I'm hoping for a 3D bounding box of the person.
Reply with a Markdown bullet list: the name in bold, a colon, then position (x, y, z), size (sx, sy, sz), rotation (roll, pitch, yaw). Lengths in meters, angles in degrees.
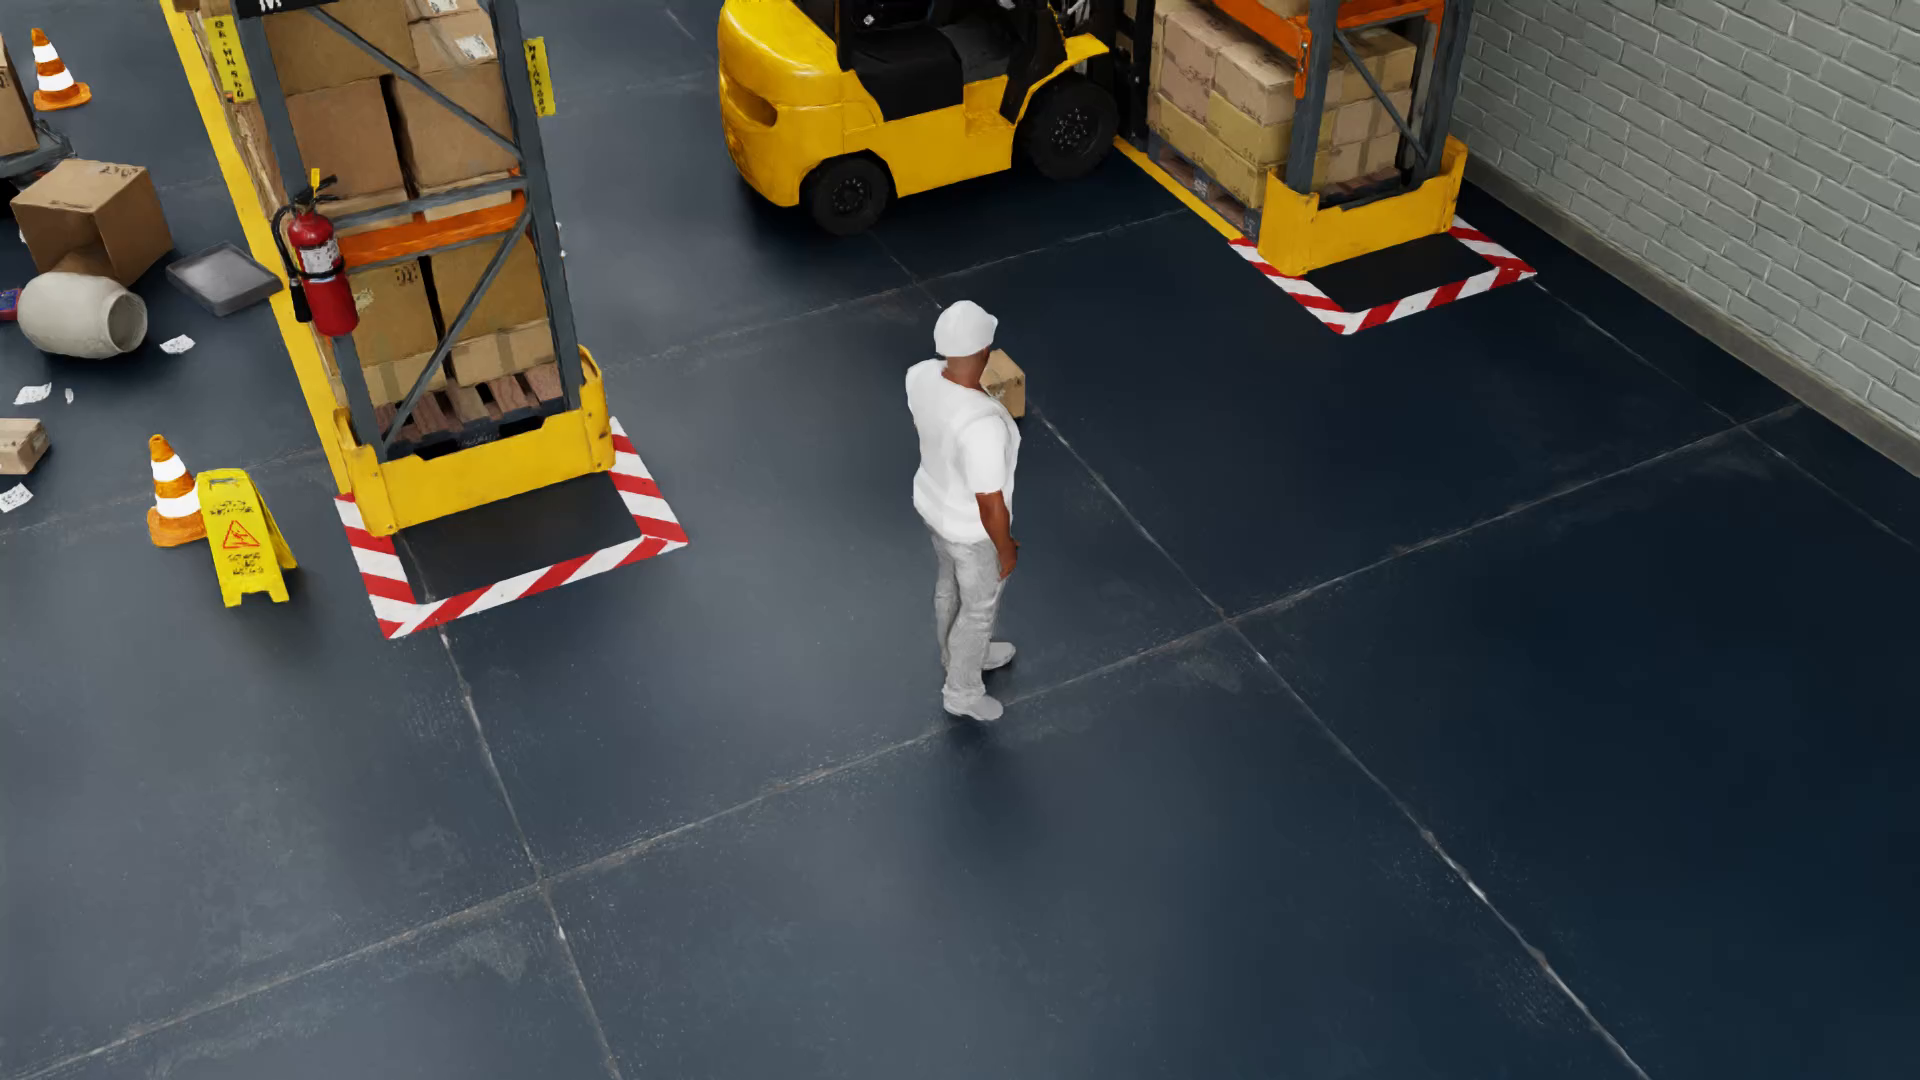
- **person**: position (0.052, -0.090, 6.274), size (0.423, 1.847, 0.606), rotation (-20, 45, -21)
